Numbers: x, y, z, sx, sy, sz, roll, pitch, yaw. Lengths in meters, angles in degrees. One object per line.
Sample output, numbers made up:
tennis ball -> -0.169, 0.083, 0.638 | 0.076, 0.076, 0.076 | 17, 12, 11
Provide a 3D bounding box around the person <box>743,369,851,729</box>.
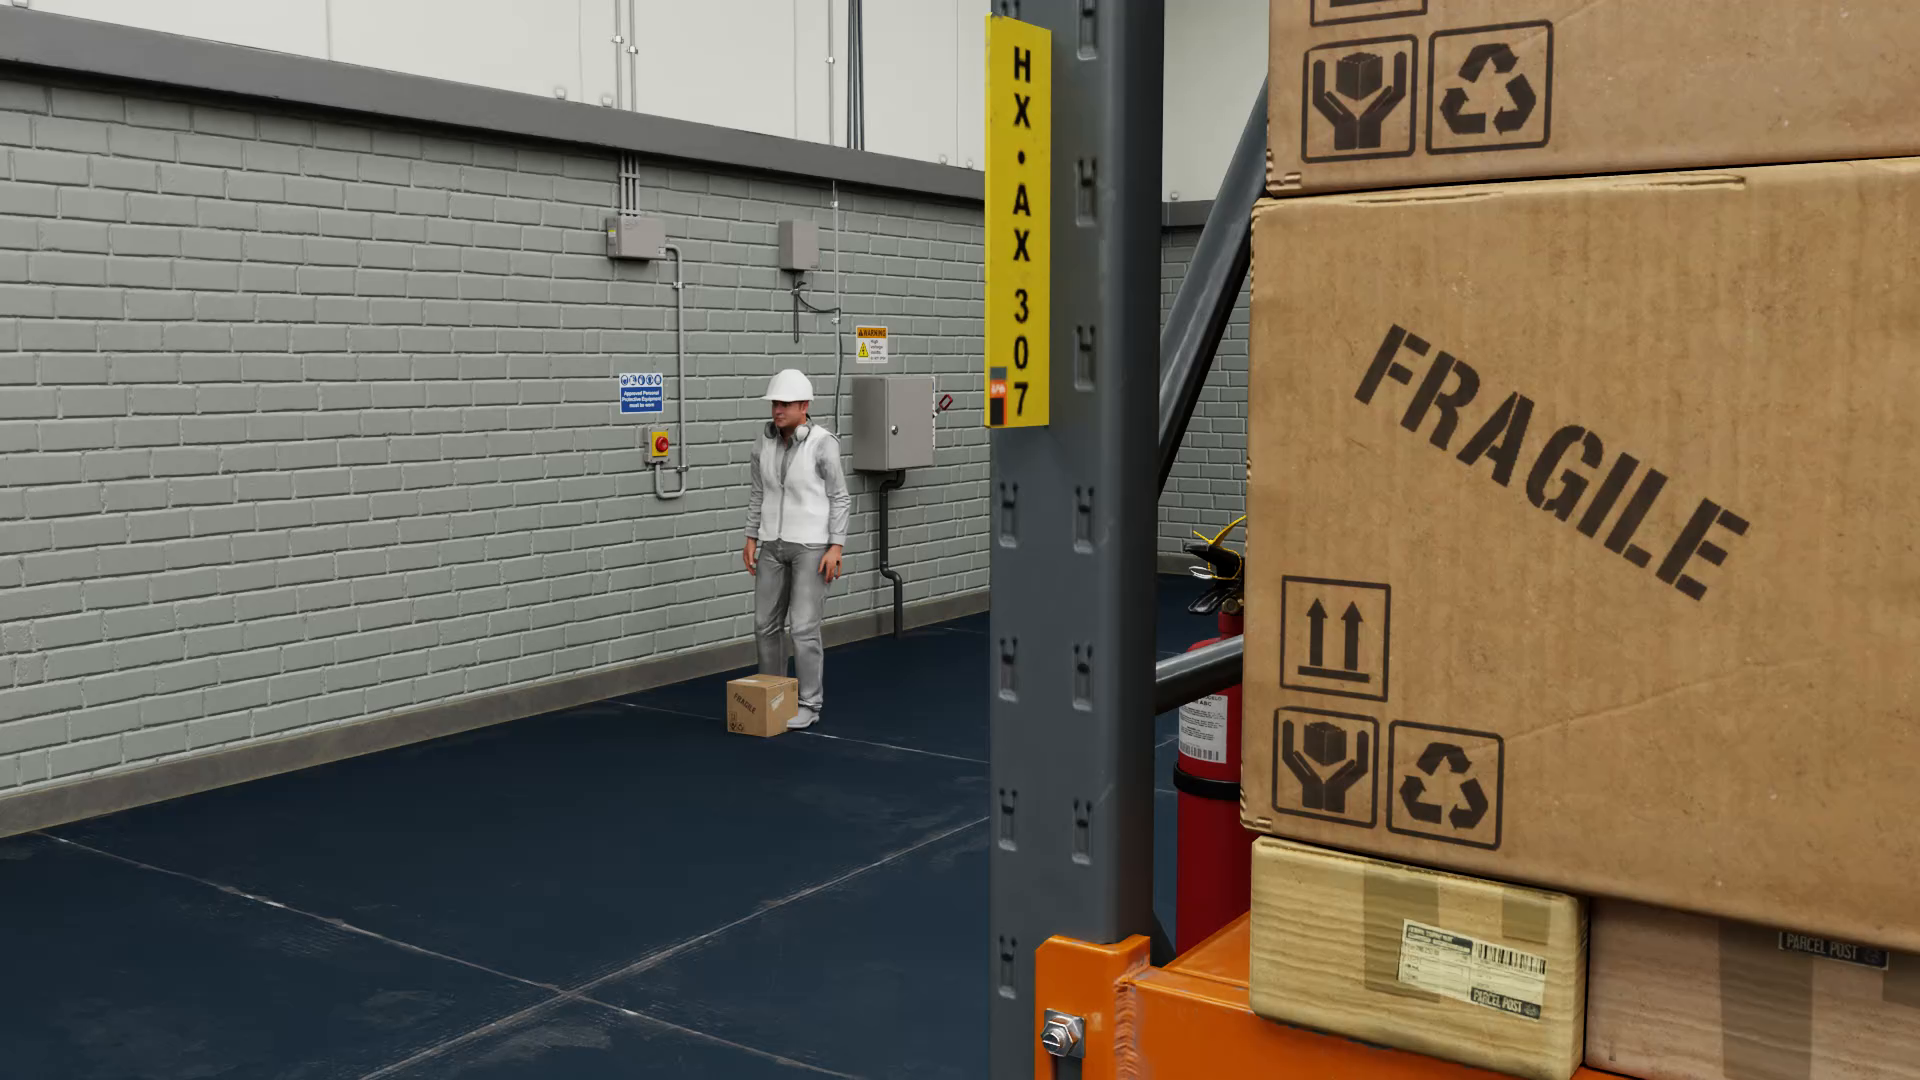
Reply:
person -> -0.831, 0.035, 8.326 | 0.593, 1.771, 0.473 | 4, 7, 30
